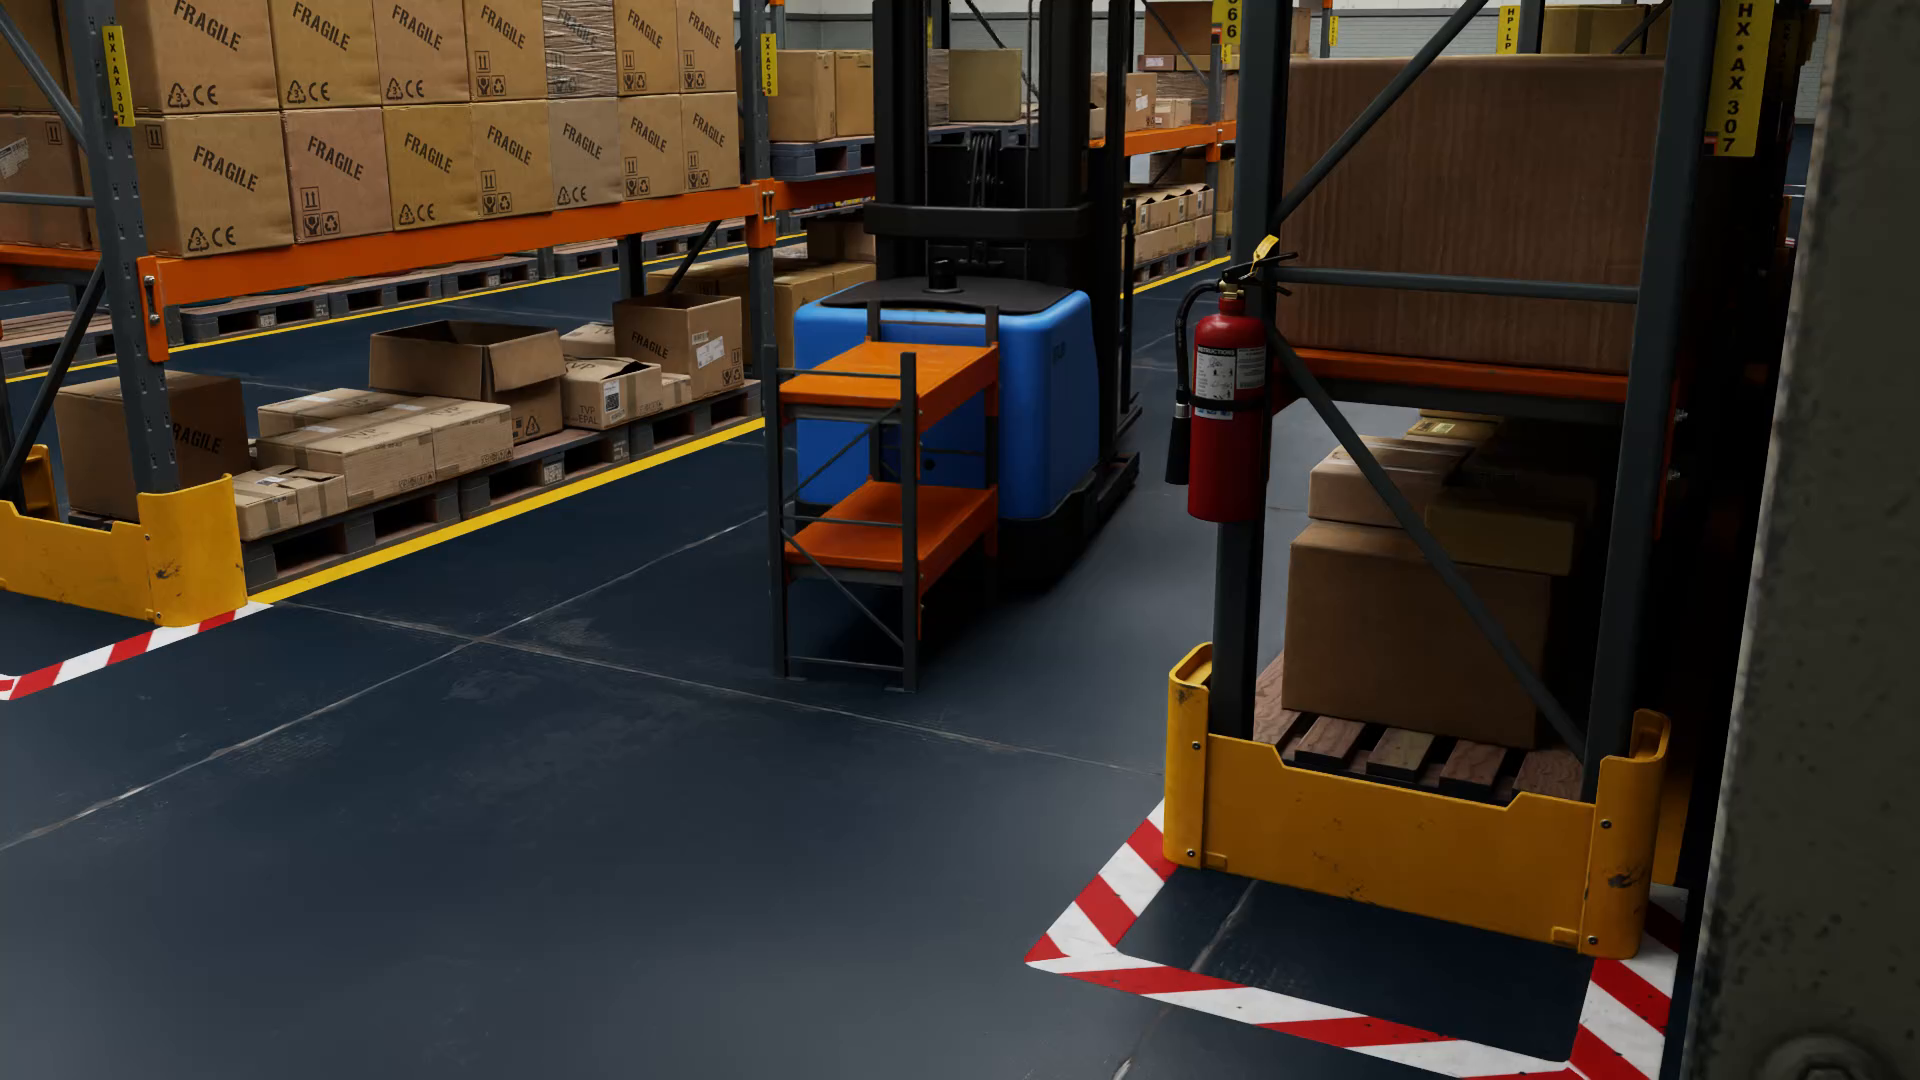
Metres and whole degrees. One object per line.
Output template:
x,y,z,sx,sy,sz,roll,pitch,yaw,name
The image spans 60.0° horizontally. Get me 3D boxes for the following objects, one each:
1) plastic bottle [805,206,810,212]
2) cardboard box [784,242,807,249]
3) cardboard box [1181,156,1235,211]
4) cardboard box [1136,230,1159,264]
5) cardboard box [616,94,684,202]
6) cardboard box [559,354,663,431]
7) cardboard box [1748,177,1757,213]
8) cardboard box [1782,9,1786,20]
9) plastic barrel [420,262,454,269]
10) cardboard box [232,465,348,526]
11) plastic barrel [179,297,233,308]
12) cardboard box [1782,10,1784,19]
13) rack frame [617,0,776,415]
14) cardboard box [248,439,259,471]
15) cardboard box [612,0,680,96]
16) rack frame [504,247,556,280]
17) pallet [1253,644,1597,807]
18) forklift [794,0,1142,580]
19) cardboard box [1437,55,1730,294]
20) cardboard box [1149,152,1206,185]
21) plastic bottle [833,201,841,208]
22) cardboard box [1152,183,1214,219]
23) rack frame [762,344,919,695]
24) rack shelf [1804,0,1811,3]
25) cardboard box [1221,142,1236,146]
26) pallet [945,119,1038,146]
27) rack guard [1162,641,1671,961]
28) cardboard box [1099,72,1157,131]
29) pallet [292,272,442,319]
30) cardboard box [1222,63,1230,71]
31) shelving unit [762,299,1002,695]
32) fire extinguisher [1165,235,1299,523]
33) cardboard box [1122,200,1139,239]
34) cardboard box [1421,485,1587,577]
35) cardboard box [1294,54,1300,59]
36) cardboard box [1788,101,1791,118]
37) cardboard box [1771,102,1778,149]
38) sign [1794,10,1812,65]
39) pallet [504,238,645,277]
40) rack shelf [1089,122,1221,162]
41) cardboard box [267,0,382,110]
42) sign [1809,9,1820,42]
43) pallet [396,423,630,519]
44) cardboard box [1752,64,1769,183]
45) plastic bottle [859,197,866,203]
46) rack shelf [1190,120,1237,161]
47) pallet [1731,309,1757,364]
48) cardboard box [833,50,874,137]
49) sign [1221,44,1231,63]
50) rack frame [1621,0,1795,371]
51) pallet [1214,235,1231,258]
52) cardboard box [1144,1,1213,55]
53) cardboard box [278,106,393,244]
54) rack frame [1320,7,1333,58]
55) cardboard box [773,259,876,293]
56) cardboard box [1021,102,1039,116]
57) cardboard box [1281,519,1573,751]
-1.757,-3.845,18.953,0.097,0.201,0.097,0,17,0,plastic bottle
-0.885,-1.787,11.498,0.500,0.500,0.500,7,18,24,cardboard box
2.535,-3.588,16.721,0.500,0.500,0.500,8,18,25,cardboard box
1.437,-2.620,14.776,0.500,0.250,0.500,9,19,26,cardboard box
-1.750,-1.986,8.376,0.500,0.500,0.500,9,19,27,cardboard box
-1.863,-0.779,8.438,0.500,0.311,0.500,8,18,25,cardboard box
3.455,-1.603,7.670,0.380,0.149,0.250,8,18,24,cardboard box
4.029,-2.639,8.699,0.500,0.250,0.500,8,18,24,cardboard box
-4.545,-2.606,14.272,0.421,0.512,0.421,0,17,0,plastic barrel
-2.708,-0.190,6.708,0.380,0.166,0.250,8,18,25,cardboard box
-5.698,-2.192,12.195,0.600,0.901,0.708,8,18,25,plastic barrel
3.792,-2.506,8.253,0.500,0.250,0.500,7,18,24,cardboard box
-1.527,-2.229,9.371,1.000,3.000,0.127,8,18,25,rack frame
-3.030,-0.325,7.162,0.380,0.166,0.250,8,18,25,cardboard box
-1.748,-2.464,8.230,0.500,0.500,0.500,8,18,24,cardboard box
-4.169,-3.879,14.927,1.000,3.000,0.127,8,18,25,rack frame
1.406,0.542,4.939,1.003,0.211,1.213,8,18,25,pallet
0.237,-1.631,7.477,1.130,2.935,3.031,5,17,15,forklift
2.002,-1.236,5.500,0.980,0.700,0.700,7,18,23,cardboard box
2.293,-3.782,17.372,0.500,0.500,0.500,8,18,25,cardboard box
-1.455,-4.045,19.481,0.061,0.283,0.133,9,19,28,plastic bottle
2.123,-3.280,16.014,0.500,0.311,0.500,8,18,25,cardboard box
-0.380,-0.057,5.349,0.500,1.125,0.032,5,17,15,rack frame
7.375,-5.240,15.504,1.077,0.370,4.000,8,18,25,rack shelf
3.175,-4.293,19.093,0.500,0.500,0.500,8,18,25,cardboard box
0.020,-2.975,12.218,1.213,0.211,1.003,8,18,25,pallet
1.108,0.623,4.158,1.175,0.500,0.348,8,18,25,rack guard
1.454,-3.987,15.114,0.500,0.500,0.500,10,19,29,cardboard box
-5.031,-2.027,13.587,1.003,0.211,1.213,8,18,25,pallet
2.453,-4.734,16.488,0.380,0.149,0.250,8,18,26,cardboard box
-0.241,-0.196,5.818,0.538,1.125,1.048,5,17,15,shelving unit
0.639,-0.386,3.955,0.296,0.674,0.183,8,18,25,fire extinguisher
1.214,-2.761,14.267,0.500,0.311,0.500,8,18,24,cardboard box
1.465,-0.029,4.476,0.380,0.149,0.250,8,18,26,cardboard box
3.605,-5.391,18.702,0.380,0.149,0.250,8,18,25,cardboard box
8.010,-4.317,16.629,0.500,0.250,0.500,9,19,27,cardboard box
4.256,-2.409,9.243,0.500,0.500,0.500,8,19,26,cardboard box
5.192,-3.104,10.283,0.100,0.325,0.005,8,18,25,sign
-3.788,-2.735,15.971,1.003,0.211,1.213,8,18,25,pallet
1.154,-3.413,14.619,1.077,0.370,4.000,8,18,25,rack shelf
-2.653,-1.951,6.504,0.500,0.500,0.500,8,18,26,cardboard box
8.756,-5.288,17.079,0.100,0.325,0.005,8,18,25,sign
-2.379,-0.406,8.130,1.003,0.211,1.213,8,18,25,pallet
3.337,-1.885,7.480,0.500,0.500,0.500,7,18,23,cardboard box
-1.222,-4.203,20.026,0.152,0.276,0.135,8,18,24,plastic bottle
2.941,-4.432,18.050,1.077,0.370,4.000,8,18,25,rack shelf
5.044,-1.481,11.750,1.003,0.211,1.213,8,18,25,pallet
-0.865,-2.754,10.225,0.700,0.500,0.500,12,20,34,cardboard box
2.537,-4.718,15.854,0.100,0.325,0.005,8,18,25,sign
4.694,-2.619,10.683,1.000,3.000,0.127,8,18,25,rack frame
2.440,-3.128,17.293,1.003,0.211,1.213,8,18,25,pallet
2.240,-5.051,16.416,0.700,0.500,0.500,8,18,26,cardboard box
-2.654,-1.470,6.639,0.500,0.500,0.500,8,18,25,cardboard box
3.835,-5.286,19.662,1.000,3.000,0.127,8,18,25,rack frame
-0.865,-1.472,10.437,0.500,0.500,0.500,8,18,26,cardboard box
0.462,-3.293,13.108,0.500,0.311,0.500,9,19,29,cardboard box
1.342,0.225,4.762,0.700,0.500,0.500,8,18,25,cardboard box
